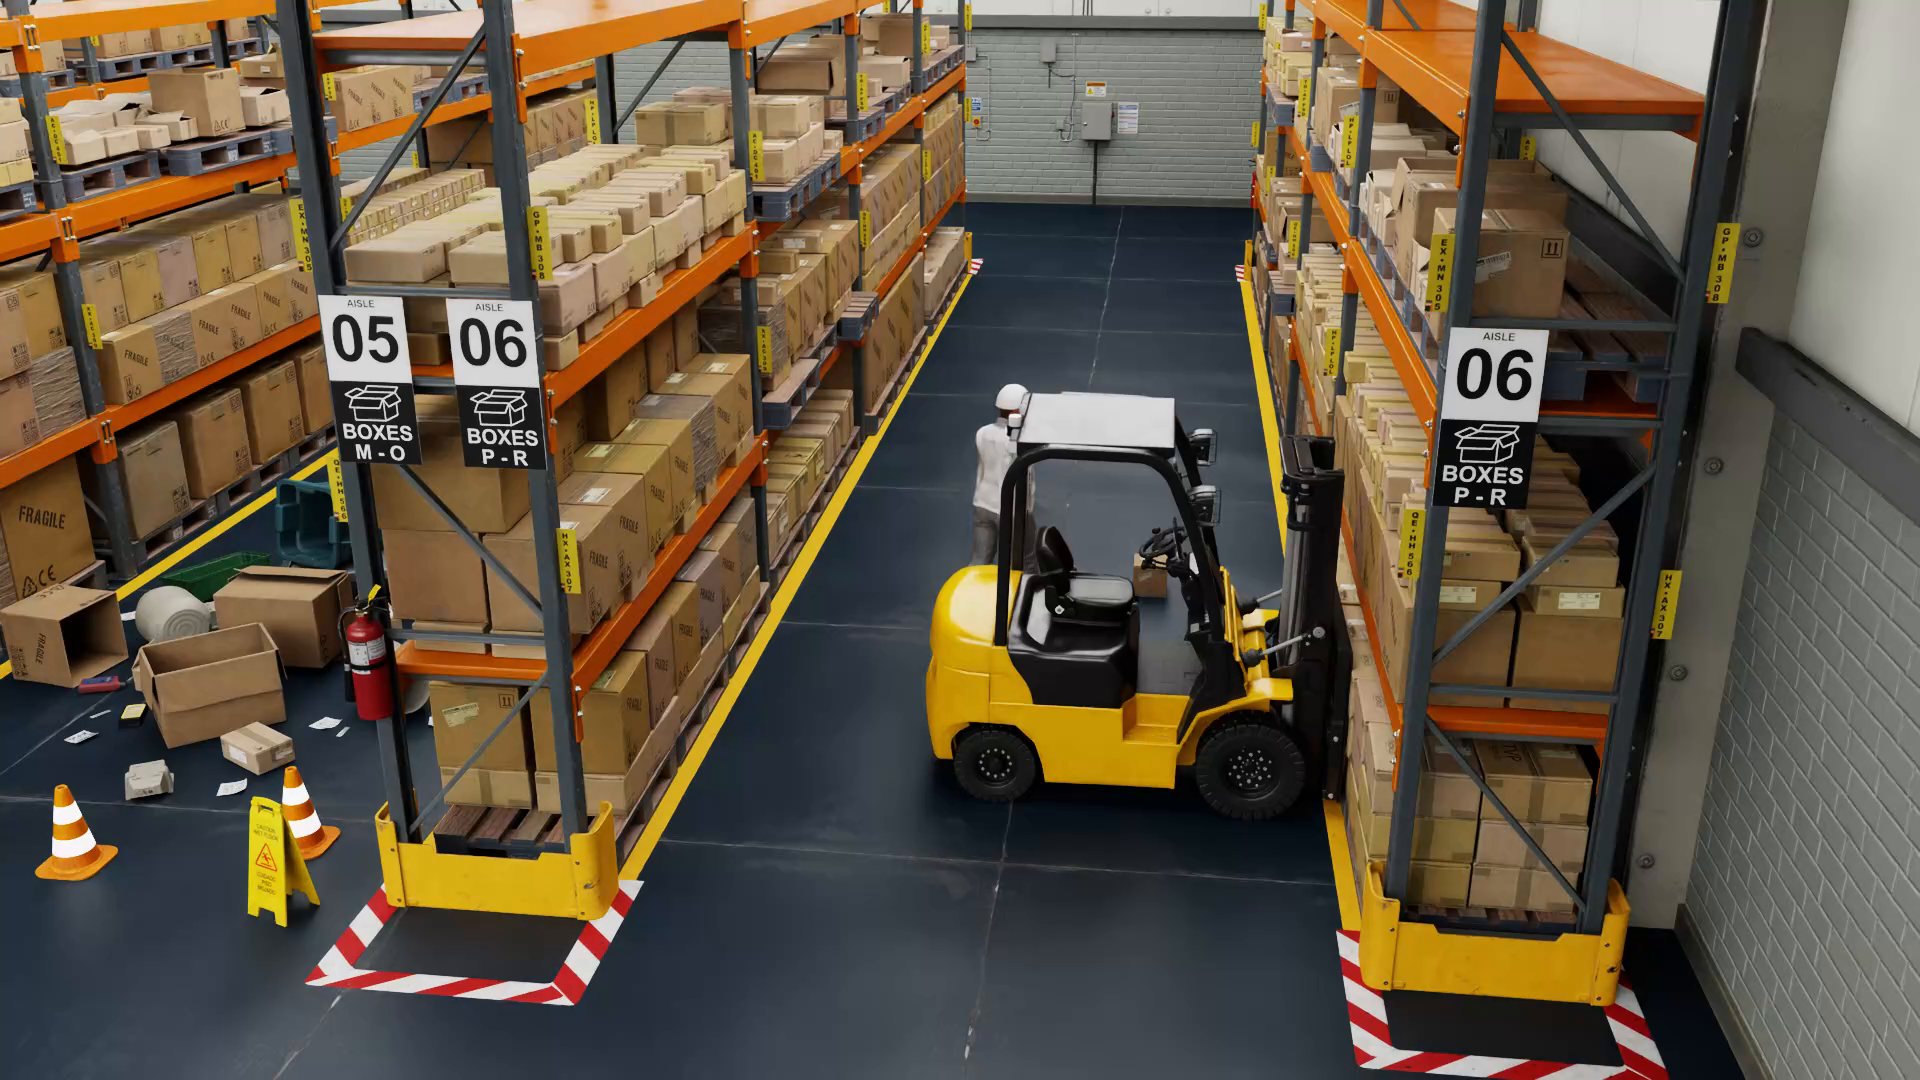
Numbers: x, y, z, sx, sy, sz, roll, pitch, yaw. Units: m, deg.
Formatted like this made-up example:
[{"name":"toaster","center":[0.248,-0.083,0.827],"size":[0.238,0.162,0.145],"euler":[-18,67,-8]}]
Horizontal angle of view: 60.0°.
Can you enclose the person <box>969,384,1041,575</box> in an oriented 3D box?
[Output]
[{"name":"person","center":[0.347,-0.253,11.679],"size":[0.552,1.722,0.948],"euler":[16,26,35]}]
